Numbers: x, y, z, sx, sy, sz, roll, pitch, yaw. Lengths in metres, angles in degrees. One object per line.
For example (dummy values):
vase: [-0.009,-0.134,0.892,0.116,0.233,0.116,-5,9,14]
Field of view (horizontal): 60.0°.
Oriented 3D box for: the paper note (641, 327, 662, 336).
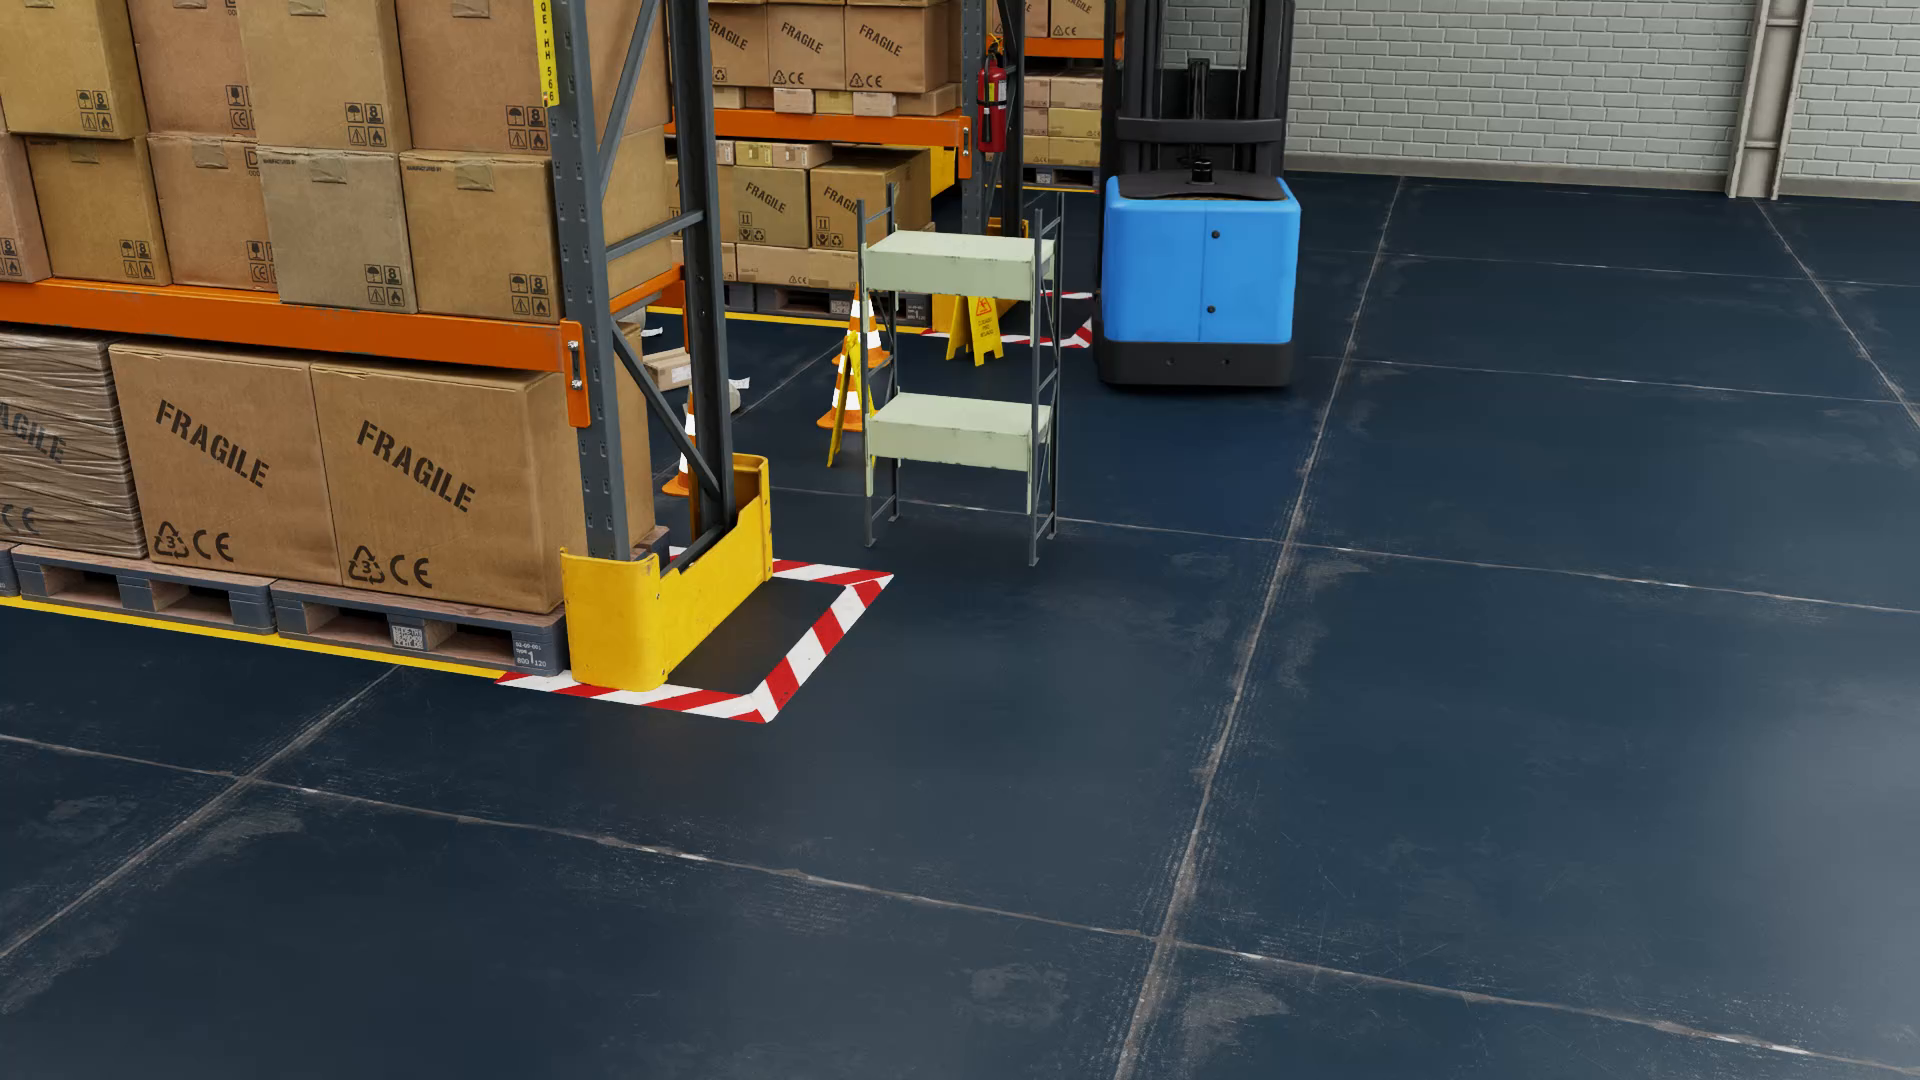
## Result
paper note: [-1.942,-1.305,10.410,0.148,0.019,0.142,-1,22,-3]

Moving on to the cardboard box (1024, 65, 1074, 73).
cardboard box: [0.760,-4.245,15.418,0.500,0.250,0.500,7,23,16]

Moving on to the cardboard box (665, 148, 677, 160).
cardboard box: [-2.116,-2.314,11.041,0.500,0.500,0.500,8,24,18]

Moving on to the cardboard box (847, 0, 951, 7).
cardboard box: [-0.338,-3.504,10.019,0.500,0.500,0.700,6,23,14]

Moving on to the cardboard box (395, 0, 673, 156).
cardboard box: [-1.463,-1.695,5.830,0.550,0.550,0.875,7,23,16]

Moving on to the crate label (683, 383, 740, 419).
crate label: [-1.335,-0.758,8.938,0.298,0.136,0.250,-5,23,-12]

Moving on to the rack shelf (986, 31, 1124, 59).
rack shelf: [-0.270,-4.571,15.410,4.000,0.370,1.077,7,23,16]

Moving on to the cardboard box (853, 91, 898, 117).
cardboard box: [-0.480,-2.716,10.269,0.250,0.149,0.380,6,23,15]

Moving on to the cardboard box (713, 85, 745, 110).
cardboard box: [-1.450,-2.843,10.579,0.250,0.149,0.380,6,23,15]

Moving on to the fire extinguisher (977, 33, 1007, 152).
fire extinguisher: [0.191,-2.665,9.917,0.183,0.674,0.296,7,23,16]

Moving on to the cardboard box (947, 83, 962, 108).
cardboard box: [-0.051,-2.877,10.663,0.250,0.149,0.380,7,23,16]

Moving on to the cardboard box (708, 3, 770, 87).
cardboard box: [-1.341,-3.137,10.442,0.500,0.500,0.500,6,23,15]

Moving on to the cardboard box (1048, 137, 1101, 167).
cardboard box: [1.104,-3.544,15.027,0.500,0.250,0.500,7,23,16]

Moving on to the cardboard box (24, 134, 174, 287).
cardboard box: [-3.039,-1.368,6.454,0.500,0.550,0.875,7,23,16]

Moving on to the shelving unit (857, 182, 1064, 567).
shelving unit: [0.006,-0.693,6.984,0.755,1.500,0.431,7,23,16]

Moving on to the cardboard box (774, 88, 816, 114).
cardboard box: [-0.974,-2.769,10.399,0.250,0.149,0.380,7,23,16]

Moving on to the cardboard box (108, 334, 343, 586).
cardboard box: [-2.630,-0.429,6.609,0.875,0.875,0.875,6,23,15]

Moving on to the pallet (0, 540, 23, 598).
pallet: [-4.243,-0.108,7.256,1.213,0.211,1.003,7,23,15]

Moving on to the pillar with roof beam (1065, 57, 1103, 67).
pillar with roof beam: [-0.005,-6.300,10.772,0.400,9.000,9.100,7,23,16]

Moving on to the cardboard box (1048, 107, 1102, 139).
cardboard box: [1.088,-3.778,14.939,0.500,0.250,0.500,6,23,15]

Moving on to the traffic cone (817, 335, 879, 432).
traffic cone: [-0.565,-0.845,8.721,0.334,0.463,0.336,7,23,16]

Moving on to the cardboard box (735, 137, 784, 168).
cardboard box: [-1.238,-2.488,10.610,0.250,0.149,0.380,7,23,16]

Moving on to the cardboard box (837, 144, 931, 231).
cardboard box: [-0.501,-2.342,11.108,0.500,0.500,0.500,6,23,14]

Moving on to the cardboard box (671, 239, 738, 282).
cardboard box: [-1.633,-1.909,11.042,0.500,0.250,0.500,6,23,14]

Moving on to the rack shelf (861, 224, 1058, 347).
rack shelf: [0.006,-1.054,6.836,0.720,0.370,0.431,7,23,16]

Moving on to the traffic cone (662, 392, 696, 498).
traffic cone: [-1.217,-0.472,7.811,0.334,0.463,0.336,7,23,16]

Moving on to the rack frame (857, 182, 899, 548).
rack frame: [-0.344,-0.733,7.081,0.023,1.500,0.400,7,23,16]

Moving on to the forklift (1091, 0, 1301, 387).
forklift: [1.397,-2.714,10.025,1.130,2.935,3.031,1,22,3]

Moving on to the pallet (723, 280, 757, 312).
pallet: [-1.790,-1.836,11.467,1.213,0.211,1.003,7,23,16]

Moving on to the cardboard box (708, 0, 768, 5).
cardboard box: [-1.338,-3.581,10.206,0.500,0.500,0.700,6,23,15]

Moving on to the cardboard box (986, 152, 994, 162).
cardboard box: [0.154,-3.660,15.310,0.500,0.250,0.500,7,23,16]

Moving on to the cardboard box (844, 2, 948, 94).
cardboard box: [-0.385,-3.024,10.167,0.500,0.500,0.500,6,23,15]

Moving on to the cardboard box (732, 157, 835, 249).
cardboard box: [-1.128,-2.199,10.761,0.500,0.500,0.500,7,23,17]

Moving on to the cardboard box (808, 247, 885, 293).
cardboard box: [-0.660,-1.797,10.768,0.500,0.250,0.500,6,23,15]

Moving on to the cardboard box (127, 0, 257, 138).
cardboard box: [-2.513,-1.833,6.165,0.550,0.550,0.875,7,23,16]

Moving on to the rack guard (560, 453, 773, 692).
rack guard: [-1.096,0.088,6.398,0.348,0.500,1.175,7,23,16]

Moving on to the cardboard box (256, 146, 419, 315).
cardboard box: [-2.020,-1.218,6.088,0.550,0.550,0.875,7,23,16]

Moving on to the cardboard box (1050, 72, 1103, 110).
cardboard box: [1.114,-4.007,14.838,0.500,0.250,0.500,7,23,17]

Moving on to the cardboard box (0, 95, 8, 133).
cardboard box: [-3.567,-1.899,6.326,0.550,0.550,0.875,7,23,16]

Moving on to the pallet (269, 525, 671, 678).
pallet: [-1.907,0.159,6.604,1.213,0.211,1.003,7,23,15]

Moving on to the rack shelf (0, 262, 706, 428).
rack shelf: [-3.033,-0.958,6.601,4.000,0.370,1.077,7,23,16]

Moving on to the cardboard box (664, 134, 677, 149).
cardboard box: [-1.995,-2.511,11.520,0.500,0.500,0.500,8,24,18]

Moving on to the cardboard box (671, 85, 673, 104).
cardboard box: [-1.935,-2.891,10.697,0.250,0.149,0.380,6,23,15]

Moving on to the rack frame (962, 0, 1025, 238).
rack frame: [0.215,-2.881,10.341,0.127,3.000,1.000,7,23,16]

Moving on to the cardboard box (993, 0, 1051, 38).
cardboard box: [0.604,-4.750,14.766,0.500,0.500,0.500,7,23,17]

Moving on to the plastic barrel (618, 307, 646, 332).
plastic barrel: [-2.200,-1.366,10.041,0.512,0.421,0.421,-14,26,-30]

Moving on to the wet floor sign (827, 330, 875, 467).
wet floor sign: [-0.519,-0.699,8.123,0.232,0.644,0.267,3,22,6]

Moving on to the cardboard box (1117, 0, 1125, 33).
cardboard box: [1.251,-4.886,15.098,0.500,0.500,0.500,7,23,17]
